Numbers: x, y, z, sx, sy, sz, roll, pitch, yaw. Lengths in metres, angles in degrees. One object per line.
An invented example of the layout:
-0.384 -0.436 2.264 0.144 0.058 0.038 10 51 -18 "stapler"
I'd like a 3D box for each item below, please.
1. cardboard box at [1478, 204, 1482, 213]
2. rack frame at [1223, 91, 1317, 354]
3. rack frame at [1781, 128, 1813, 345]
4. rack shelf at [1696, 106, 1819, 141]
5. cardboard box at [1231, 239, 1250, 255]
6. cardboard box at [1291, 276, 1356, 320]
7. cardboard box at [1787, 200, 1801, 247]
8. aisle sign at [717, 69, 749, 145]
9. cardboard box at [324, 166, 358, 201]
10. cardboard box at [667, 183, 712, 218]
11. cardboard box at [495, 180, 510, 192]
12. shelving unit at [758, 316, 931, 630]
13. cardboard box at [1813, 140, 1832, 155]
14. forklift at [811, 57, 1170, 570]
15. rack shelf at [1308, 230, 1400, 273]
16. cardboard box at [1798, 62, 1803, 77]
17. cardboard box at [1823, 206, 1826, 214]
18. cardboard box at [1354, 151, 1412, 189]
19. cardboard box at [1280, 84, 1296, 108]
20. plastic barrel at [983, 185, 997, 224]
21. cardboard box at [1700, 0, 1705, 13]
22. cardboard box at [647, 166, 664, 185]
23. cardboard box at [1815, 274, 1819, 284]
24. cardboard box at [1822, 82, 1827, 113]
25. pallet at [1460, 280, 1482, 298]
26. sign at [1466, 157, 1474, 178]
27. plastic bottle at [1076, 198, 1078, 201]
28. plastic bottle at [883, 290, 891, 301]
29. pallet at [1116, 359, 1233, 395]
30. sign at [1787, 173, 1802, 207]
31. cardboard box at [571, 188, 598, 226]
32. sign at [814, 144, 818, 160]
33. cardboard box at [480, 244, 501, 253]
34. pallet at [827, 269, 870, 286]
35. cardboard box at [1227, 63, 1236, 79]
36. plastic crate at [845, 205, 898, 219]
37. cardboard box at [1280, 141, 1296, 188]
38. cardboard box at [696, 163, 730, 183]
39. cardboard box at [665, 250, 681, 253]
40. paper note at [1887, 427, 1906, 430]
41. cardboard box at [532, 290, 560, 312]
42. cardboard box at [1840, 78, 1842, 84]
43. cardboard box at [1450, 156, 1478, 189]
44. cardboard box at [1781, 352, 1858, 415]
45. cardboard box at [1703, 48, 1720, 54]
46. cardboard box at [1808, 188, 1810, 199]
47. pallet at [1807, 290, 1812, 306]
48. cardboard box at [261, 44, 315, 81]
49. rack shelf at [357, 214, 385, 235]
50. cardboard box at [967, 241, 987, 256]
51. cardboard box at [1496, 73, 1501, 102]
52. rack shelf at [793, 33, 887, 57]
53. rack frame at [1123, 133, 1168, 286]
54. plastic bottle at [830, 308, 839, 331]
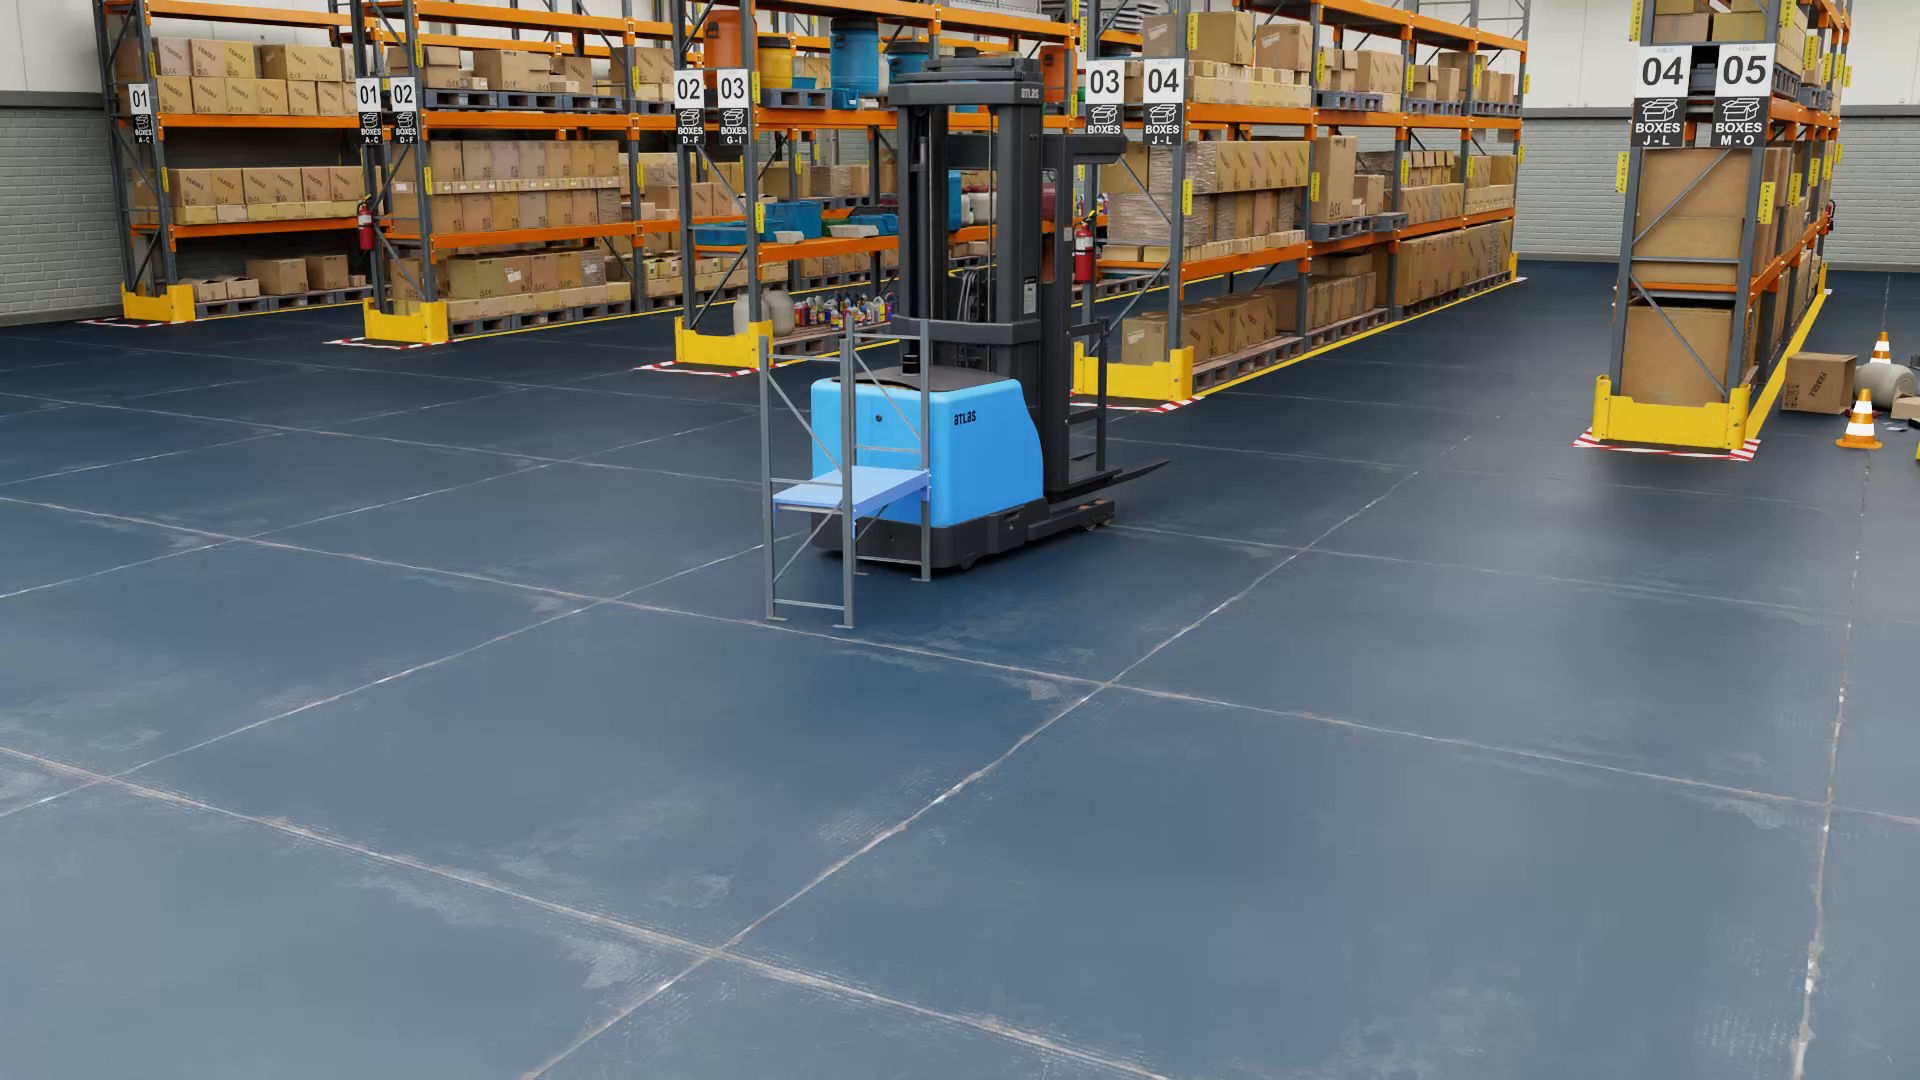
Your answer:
8.286 -5.408 27.100 0.380 0.149 0.250 7 15 27 "cardboard box"
3.605 -3.703 19.494 1.000 3.000 0.127 7 15 28 "rack frame"
9.832 -3.941 20.481 1.000 3.000 0.127 7 15 28 "rack frame"
8.865 -4.639 18.512 1.077 0.370 4.000 7 15 28 "rack shelf"
2.828 -3.089 17.481 0.380 0.149 0.250 7 15 28 "cardboard box"
4.707 -3.150 21.596 0.700 0.500 0.500 9 16 33 "cardboard box"
9.121 -3.557 18.673 0.500 0.500 0.500 8 16 29 "cardboard box"
-2.443 -4.660 17.914 0.394 0.787 0.004 7 15 28 "aisle sign"
-9.597 -5.453 25.430 0.500 0.500 0.500 7 15 28 "cardboard box"
-4.183 -5.241 25.661 0.500 0.500 0.500 7 15 28 "cardboard box"
-6.123 -4.638 21.773 0.380 0.149 0.250 7 15 26 "cardboard box"
-0.596 -0.401 8.997 0.538 1.500 1.048 5 15 21 "shelving unit"
12.954 -5.819 25.289 0.500 0.500 0.500 7 15 26 "cardboard box"
0.363 -1.543 10.682 1.130 2.935 3.031 10 17 35 "forklift"
4.572 -3.764 21.280 1.077 0.370 4.000 7 15 28 "rack shelf"
8.002 -4.598 16.234 0.380 0.149 0.250 7 15 28 "cardboard box"
13.789 -5.361 26.908 0.380 0.149 0.250 7 15 28 "cardboard box"
5.906 -5.208 23.383 0.797 0.503 0.637 8 16 30 "cardboard box"
3.352 -4.859 18.210 0.500 0.250 0.500 8 16 29 "cardboard box"
0.488 -4.741 23.509 0.433 0.535 0.433 0 14 0 "plastic barrel"
6.076 -4.488 14.073 0.380 0.149 0.250 8 16 29 "cardboard box"
-6.027 -6.900 31.863 0.500 0.500 0.500 7 15 28 "cardboard box"
13.592 -4.205 26.762 0.380 0.149 0.250 8 16 30 "cardboard box"
10.813 -5.742 21.335 0.500 0.500 0.500 7 15 28 "cardboard box"
7.908 -4.136 27.239 1.003 0.211 1.213 7 15 28 "pallet"
7.952 -5.809 25.929 0.100 0.325 0.005 7 15 28 "sign"
1.845 -5.520 27.136 0.144 0.351 0.185 7 15 28 "plastic bottle"
-0.916 -3.042 21.465 0.144 0.351 0.185 7 15 28 "plastic bottle"
2.132 -1.705 17.156 1.003 0.211 1.213 7 15 28 "pallet"
8.385 -3.517 16.707 0.100 0.325 0.005 7 15 28 "sign"
-5.523 -4.674 23.309 0.700 0.500 0.500 7 15 27 "cardboard box"
-3.134 -8.462 36.259 0.100 0.325 0.005 7 15 28 "sign"
-8.338 -4.855 28.666 0.700 0.500 0.500 7 15 28 "cardboard box"
-2.147 -4.690 29.535 1.003 0.211 1.213 7 15 28 "pallet"
2.546 -4.697 16.686 0.380 0.149 0.250 7 15 28 "cardboard box"
-1.095 -4.141 21.443 0.767 0.338 0.504 7 15 28 "plastic crate"
3.388 -4.156 18.392 0.500 0.500 0.500 7 15 28 "cardboard box"
-5.259 -7.283 33.704 0.980 0.700 0.700 8 16 29 "cardboard box"
-4.385 -4.394 26.135 0.500 0.311 0.500 7 15 27 "cardboard box"
8.189 -0.976 14.522 0.142 0.017 0.144 -12 18 -40 "paper note"
-5.818 -3.265 22.649 0.500 0.250 0.500 7 15 28 "cardboard box"
13.796 -7.303 26.429 0.380 0.149 0.250 7 15 28 "cardboard box"
7.928 -5.850 26.484 0.500 0.500 0.500 7 15 28 "cardboard box"
8.046 -1.472 15.566 0.500 0.500 0.500 11 17 38 "cardboard box"
6.442 -4.420 14.643 0.500 0.250 0.500 7 15 28 "cardboard box"
11.620 -4.830 23.174 0.380 0.149 0.250 7 15 28 "cardboard box"
12.648 -3.799 25.842 1.003 0.211 1.213 7 15 28 "pallet"
-9.907 -7.034 24.520 0.500 0.500 0.500 7 15 26 "cardboard box"
-8.436 -5.447 28.264 1.077 0.370 4.000 7 15 28 "rack shelf"
0.203 -5.834 33.263 0.500 0.250 0.500 7 15 28 "cardboard box"
8.824 -7.710 28.392 0.700 0.500 0.500 7 15 26 "cardboard box"
-2.165 -8.430 28.687 1.077 0.370 4.000 7 15 28 "rack shelf"
3.137 -5.906 28.630 1.000 3.000 0.127 7 15 28 "rack frame"
-1.515 -2.668 20.082 0.097 0.271 0.097 0 14 0 "plastic bottle"
